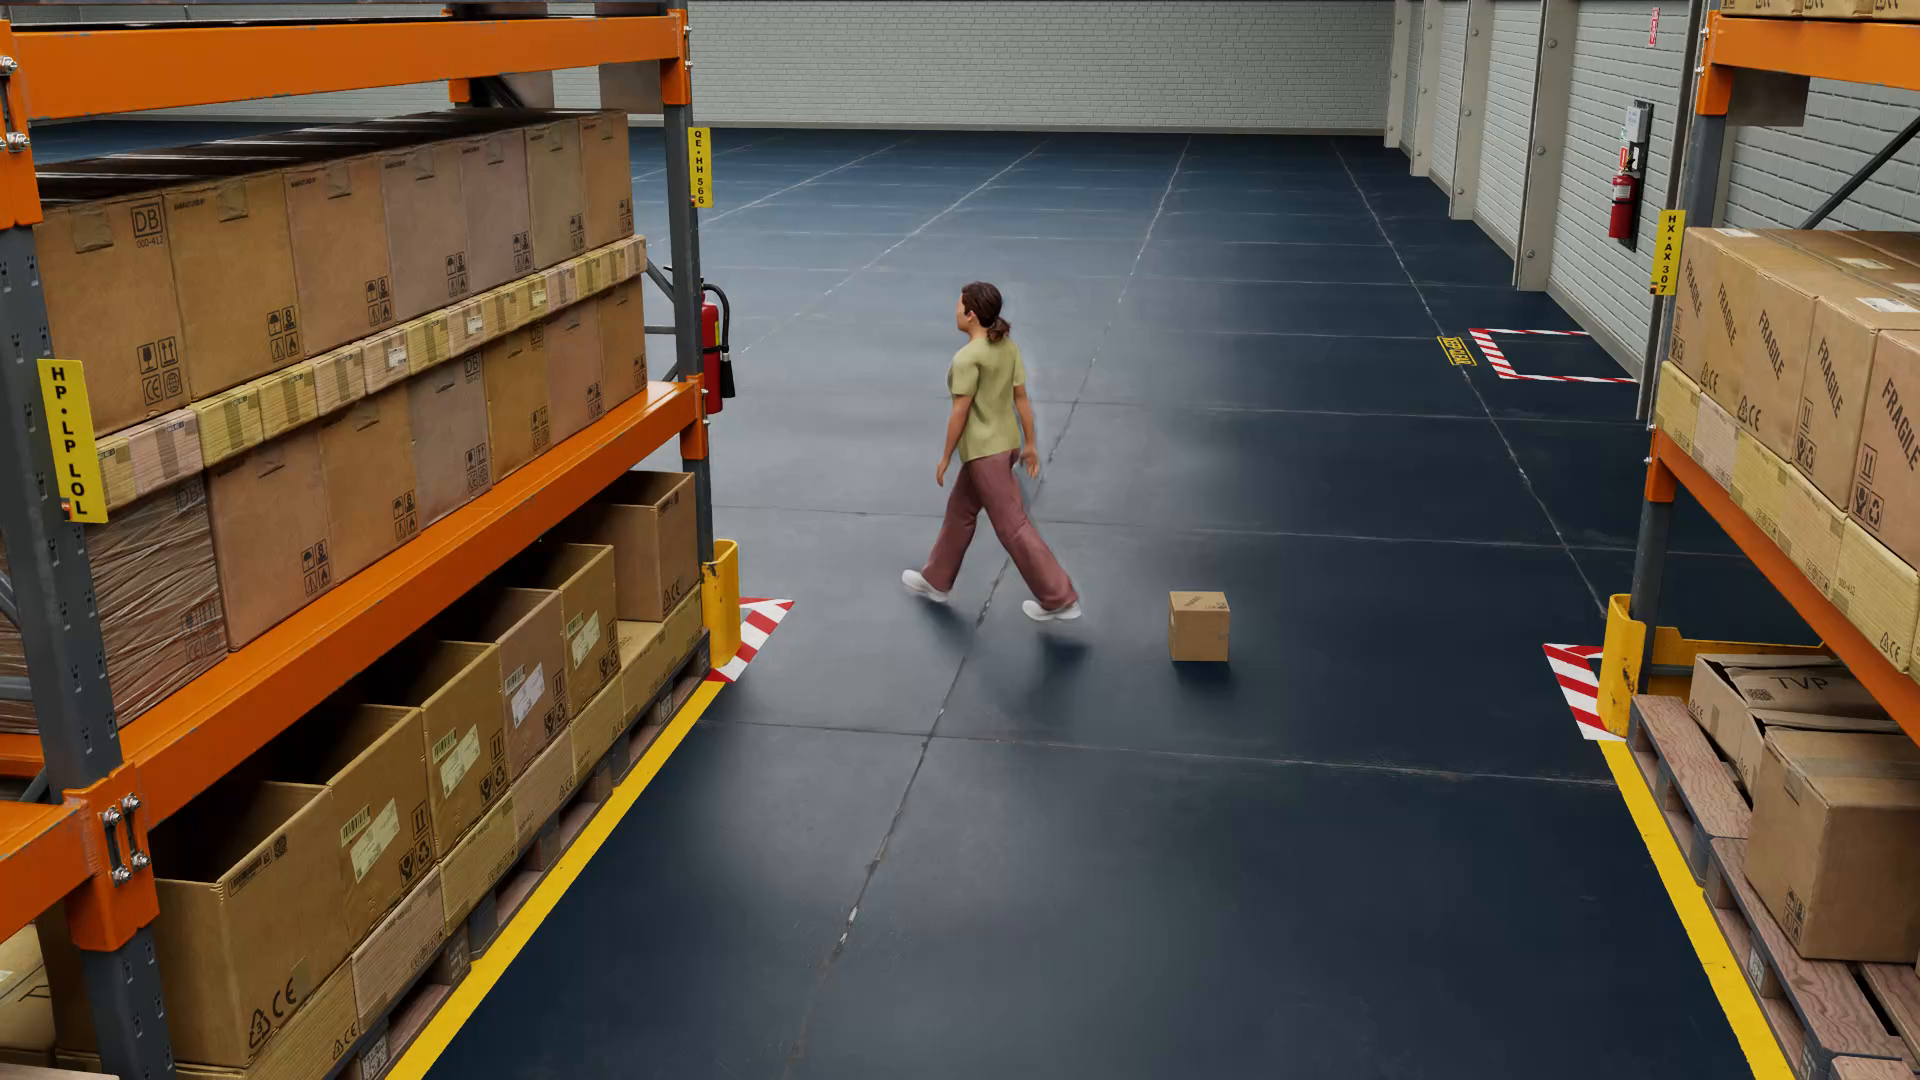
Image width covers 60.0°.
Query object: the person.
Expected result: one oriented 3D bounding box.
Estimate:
[{"bbox_3d":[0.114,-0.409,7.855,1.058,1.610,0.467,10,21,29],"label":"person"}]
